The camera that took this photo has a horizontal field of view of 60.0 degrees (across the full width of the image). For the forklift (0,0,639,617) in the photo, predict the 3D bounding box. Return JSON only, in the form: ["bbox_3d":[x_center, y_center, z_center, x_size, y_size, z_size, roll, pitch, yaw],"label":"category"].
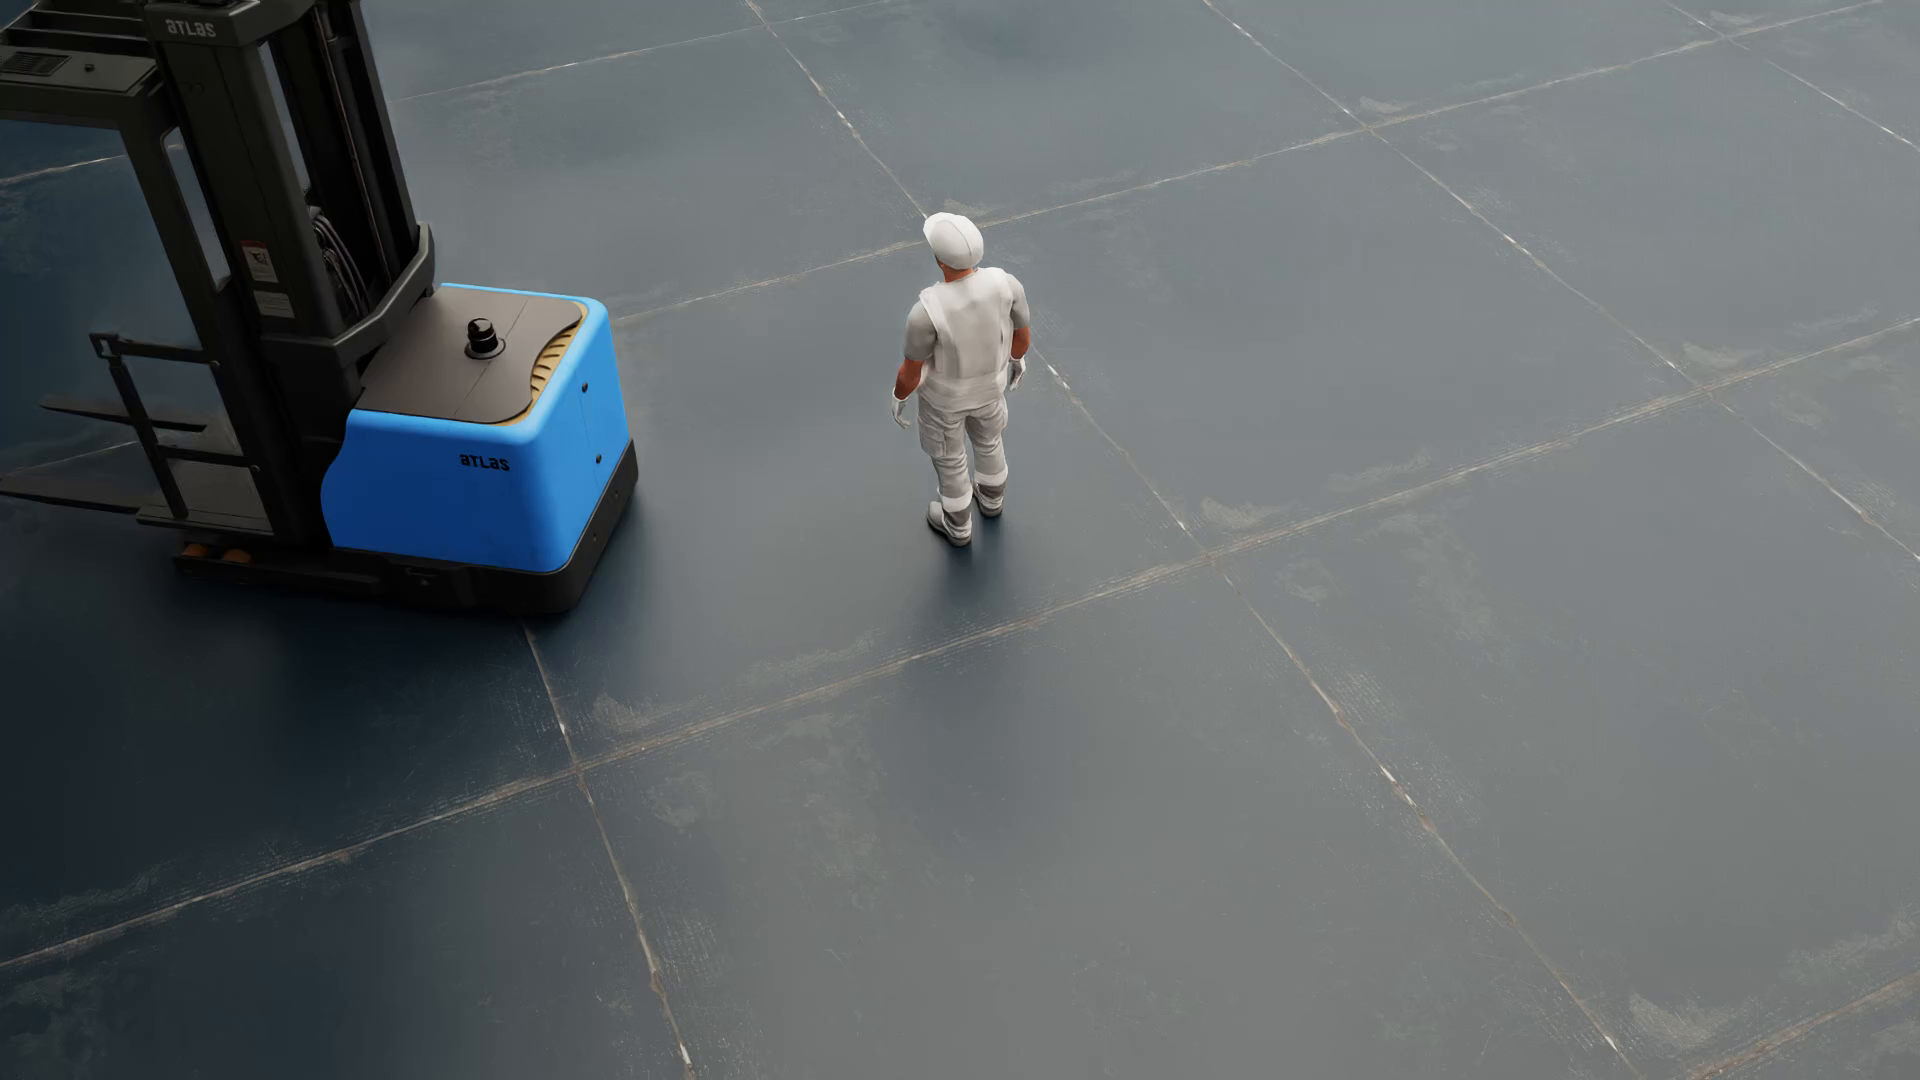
[{"bbox_3d":[-3.123,-1.215,6.982,3.031,2.935,1.130,7,43,7],"label":"forklift"}]

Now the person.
[{"bbox_3d":[-0.022,-0.713,7.270,0.637,1.787,0.564,-18,46,-18],"label":"person"}]
